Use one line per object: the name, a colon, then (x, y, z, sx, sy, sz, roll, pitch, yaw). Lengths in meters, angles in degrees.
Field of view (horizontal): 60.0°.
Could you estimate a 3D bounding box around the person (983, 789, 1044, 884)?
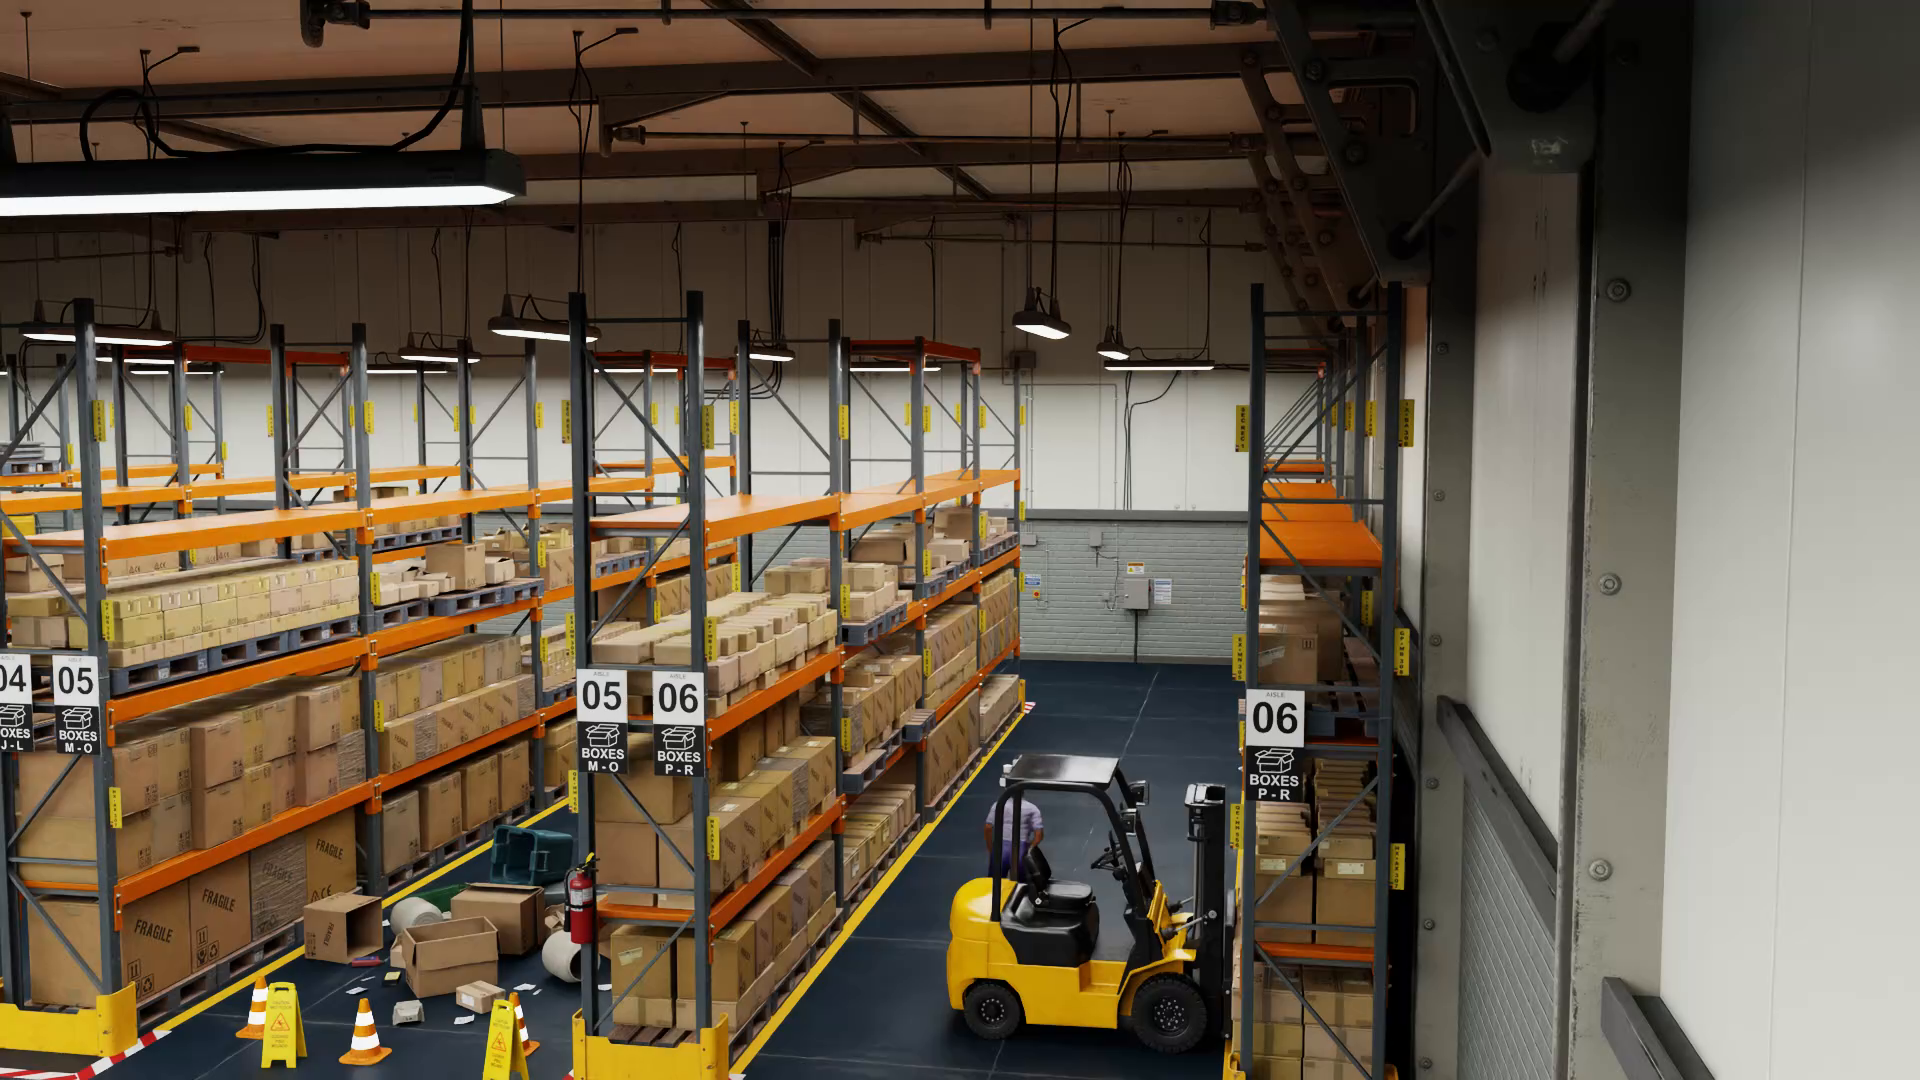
person: (0.507, 3.112, 16.075, 0.581, 1.538, 0.733, 1, 5, 8)
